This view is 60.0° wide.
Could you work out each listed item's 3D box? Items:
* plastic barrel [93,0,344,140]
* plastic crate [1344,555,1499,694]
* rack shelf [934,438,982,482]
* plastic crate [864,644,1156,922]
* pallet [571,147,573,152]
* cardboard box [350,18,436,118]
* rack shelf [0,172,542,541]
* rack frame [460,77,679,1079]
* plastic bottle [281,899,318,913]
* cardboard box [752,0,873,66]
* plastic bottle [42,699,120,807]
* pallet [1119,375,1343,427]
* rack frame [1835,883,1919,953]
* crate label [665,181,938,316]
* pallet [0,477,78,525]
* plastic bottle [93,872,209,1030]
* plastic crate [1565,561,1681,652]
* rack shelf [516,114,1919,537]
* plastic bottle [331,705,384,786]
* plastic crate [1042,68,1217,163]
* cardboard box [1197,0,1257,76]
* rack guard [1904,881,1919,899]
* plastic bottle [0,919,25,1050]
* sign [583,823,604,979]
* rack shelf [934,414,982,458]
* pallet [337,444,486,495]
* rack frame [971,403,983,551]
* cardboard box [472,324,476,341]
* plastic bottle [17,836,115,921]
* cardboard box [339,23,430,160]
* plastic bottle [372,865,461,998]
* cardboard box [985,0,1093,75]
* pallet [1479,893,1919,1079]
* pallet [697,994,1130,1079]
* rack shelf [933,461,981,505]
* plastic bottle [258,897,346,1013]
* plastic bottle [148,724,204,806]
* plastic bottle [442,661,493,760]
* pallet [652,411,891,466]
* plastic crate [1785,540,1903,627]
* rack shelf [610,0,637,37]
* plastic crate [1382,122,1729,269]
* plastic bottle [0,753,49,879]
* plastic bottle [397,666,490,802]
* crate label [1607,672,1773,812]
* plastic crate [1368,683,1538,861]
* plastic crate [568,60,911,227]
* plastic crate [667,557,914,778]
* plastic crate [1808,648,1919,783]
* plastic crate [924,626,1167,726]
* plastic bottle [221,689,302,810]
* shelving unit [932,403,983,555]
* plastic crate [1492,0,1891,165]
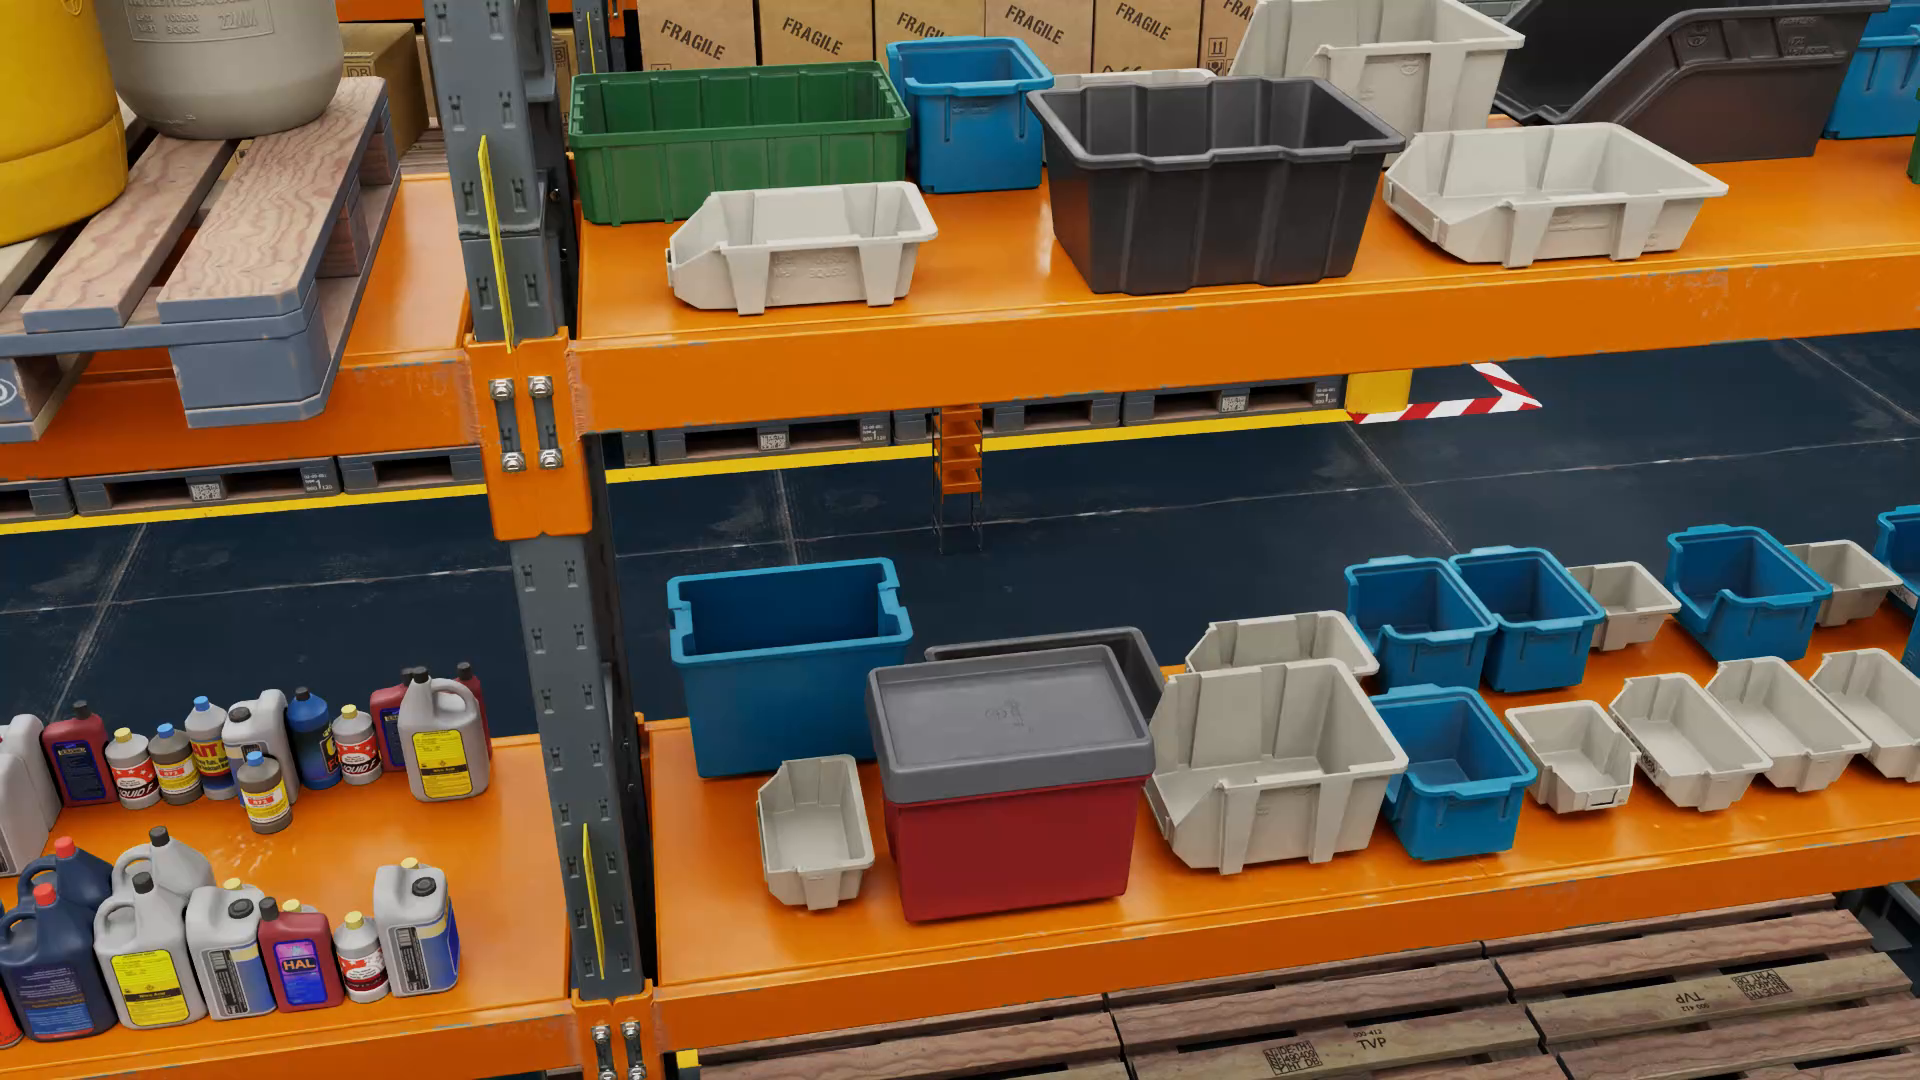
[{"bbox_3d":[-1.385,-1.047,3.063,0.433,0.535,0.433,0,30,0],"label":"plastic barrel"},{"bbox_3d":[1.220,0.250,4.471,0.300,0.233,0.416,-5,31,-9],"label":"plastic crate"},{"bbox_3d":[-0.014,-0.374,7.527,0.180,0.103,0.258,-5,31,-9],"label":"rack shelf"},{"bbox_3d":[0.101,0.553,3.728,0.583,0.464,0.402,-5,31,-9],"label":"plastic crate"},{"bbox_3d":[-3.352,-3.066,12.757,1.213,0.211,1.003,-5,31,-9],"label":"pallet"},{"bbox_3d":[-4.097,-3.424,12.320,0.750,0.750,0.750,-4,31,-7],"label":"cardboard box"},{"bbox_3d":[-2.790,-0.237,2.945,4.000,0.370,1.077,-5,31,-9],"label":"rack shelf"},{"bbox_3d":[-0.822,0.563,3.833,0.127,3.000,1.000,-5,31,-9],"label":"rack frame"},{"bbox_3d":[-1.403,0.852,3.538,0.097,0.201,0.097,0,30,0],"label":"plastic bottle"},{"bbox_3d":[-0.689,-2.331,7.670,0.500,0.500,0.500,-6,31,-10],"label":"cardboard box"},{"bbox_3d":[-2.133,0.515,4.030,0.133,0.283,0.061,-5,31,-9],"label":"plastic bottle"},{"bbox_3d":[1.365,-0.990,9.225,1.213,0.211,1.003,-5,31,-9],"label":"pallet"},{"bbox_3d":[3.112,0.198,4.454,0.127,3.000,1.000,-5,31,-9],"label":"rack frame"},{"bbox_3d":[-0.289,-0.517,2.971,0.466,0.136,0.293,-5,31,-9],"label":"crate label"},{"bbox_3d":[-4.904,-0.389,8.203,1.213,0.211,1.003,-5,31,-9],"label":"pallet"},{"bbox_3d":[-1.668,0.831,3.425,0.185,0.351,0.144,-5,31,-9],"label":"plastic bottle"},{"bbox_3d":[1.812,0.194,4.662,0.298,0.136,0.250,-5,31,-9],"label":"plastic crate"},{"bbox_3d":[1.145,-0.602,3.566,4.000,0.370,1.077,-5,31,-9],"label":"rack shelf"},{"bbox_3d":[-1.501,0.501,4.134,0.097,0.201,0.097,0,30,0],"label":"plastic bottle"},{"bbox_3d":[0.360,-0.922,3.660,0.466,0.136,0.293,-5,31,-9],"label":"plastic crate"},{"bbox_3d":[1.339,-2.522,7.995,0.500,0.500,0.500,-4,31,-8],"label":"cardboard box"},{"bbox_3d":[3.134,1.267,5.102,0.348,0.500,1.175,-5,31,-9],"label":"rack guard"},{"bbox_3d":[-2.007,0.893,3.394,0.135,0.276,0.152,-5,31,-9],"label":"plastic bottle"},{"bbox_3d":[-0.725,0.718,3.296,0.005,0.325,0.100,-5,31,-9],"label":"sign"},{"bbox_3d":[-0.014,-0.478,7.466,0.180,0.103,0.258,-5,31,-9],"label":"rack shelf"},{"bbox_3d":[-2.504,-0.612,8.582,1.213,0.211,1.003,-5,31,-9],"label":"pallet"},{"bbox_3d":[0.076,-0.524,7.458,0.006,1.200,0.240,-5,31,-9],"label":"rack frame"},{"bbox_3d":[-2.145,-0.831,8.236,0.500,0.500,0.500,-5,31,-9],"label":"cardboard box"},{"bbox_3d":[-1.875,0.776,3.519,0.185,0.351,0.144,-5,31,-9],"label":"plastic bottle"},{"bbox_3d":[-2.882,-2.105,7.858,0.500,0.500,0.700,-1,30,-1],"label":"cardboard box"},{"bbox_3d":[-1.152,0.814,3.529,0.135,0.276,0.152,-5,31,-9],"label":"plastic bottle"},{"bbox_3d":[0.324,-2.425,7.830,0.500,0.500,0.500,-4,31,-7],"label":"cardboard box"},{"bbox_3d":[2.294,1.456,5.066,1.213,0.211,1.003,-5,31,-9],"label":"pallet"},{"bbox_3d":[-0.106,1.679,4.687,1.213,0.211,1.003,-5,31,-9],"label":"pallet"},{"bbox_3d":[-0.014,-0.271,7.588,0.180,0.103,0.258,-5,31,-9],"label":"rack shelf"},{"bbox_3d":[-1.371,0.854,3.453,0.133,0.283,0.061,-5,31,-9],"label":"plastic bottle"},{"bbox_3d":[-1.921,0.540,4.068,0.097,0.201,0.097,0,30,0],"label":"plastic bottle"},{"bbox_3d":[-1.260,0.434,4.167,0.133,0.283,0.061,-5,31,-9],"label":"plastic bottle"},{"bbox_3d":[-1.035,-0.767,8.846,1.213,0.211,1.003,-5,31,-9],"label":"pallet"},{"bbox_3d":[2.480,0.132,4.767,0.298,0.136,0.250,-5,31,-9],"label":"plastic crate"},{"bbox_3d":[-0.639,-4.249,12.726,4.000,0.370,1.077,-5,31,-9],"label":"rack shelf"},{"bbox_3d":[1.124,-0.669,3.229,0.530,0.136,0.437,-5,31,-9],"label":"plastic crate"},{"bbox_3d":[-2.230,0.629,3.843,0.135,0.276,0.152,-5,31,-9],"label":"plastic bottle"},{"bbox_3d":[-1.267,0.459,4.060,0.185,0.351,0.144,-5,31,-9],"label":"plastic bottle"},{"bbox_3d":[1.785,0.507,4.129,0.243,0.136,0.396,-5,31,-9],"label":"crate label"},{"bbox_3d":[1.138,0.559,3.945,0.300,0.233,0.416,-5,31,-9],"label":"plastic crate"},{"bbox_3d":[-0.460,-0.828,3.449,0.662,0.188,0.450,-5,31,-9],"label":"plastic crate"},{"bbox_3d":[-0.425,0.331,4.184,0.575,0.384,0.392,-5,31,-9],"label":"plastic crate"},{"bbox_3d":[2.343,0.450,4.226,0.243,0.136,0.396,-5,31,-9],"label":"plastic crate"},{"bbox_3d":[0.230,0.420,4.289,0.590,0.125,0.437,-5,31,-9],"label":"plastic crate"},{"bbox_3d":[-1.706,0.502,4.059,0.135,0.276,0.152,-5,31,-9],"label":"plastic bottle"},{"bbox_3d":[-0.014,-0.516,7.444,0.189,1.200,0.258,-5,31,-9],"label":"shelving unit"},{"bbox_3d":[1.560,-1.066,3.705,0.767,0.338,0.504,-5,31,-9],"label":"plastic crate"}]
